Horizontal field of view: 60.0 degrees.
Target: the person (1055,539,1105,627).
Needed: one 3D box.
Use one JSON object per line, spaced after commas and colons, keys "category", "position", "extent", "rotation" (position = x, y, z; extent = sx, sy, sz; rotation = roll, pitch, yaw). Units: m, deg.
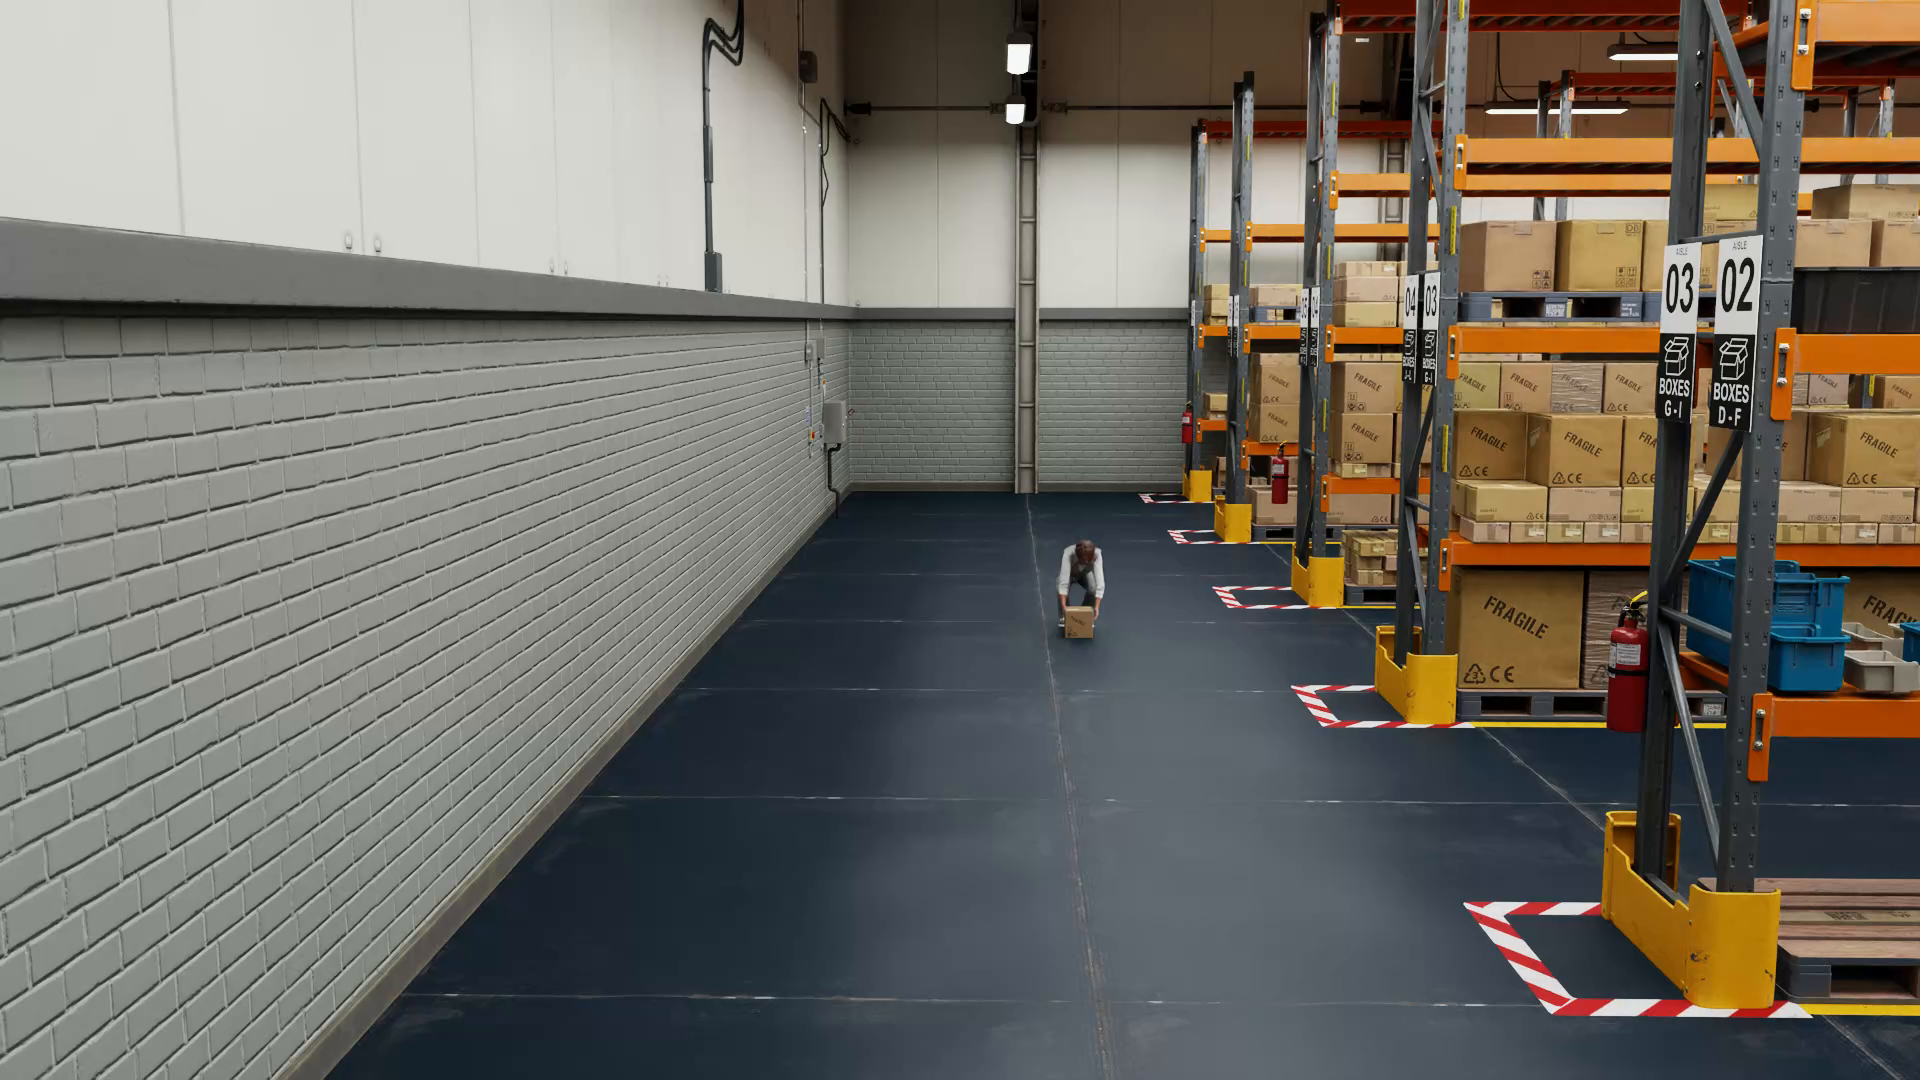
{"category": "person", "position": [1.117, 0.392, 15.575], "extent": [0.444, 0.886, 0.796], "rotation": [0, 7, 1]}
